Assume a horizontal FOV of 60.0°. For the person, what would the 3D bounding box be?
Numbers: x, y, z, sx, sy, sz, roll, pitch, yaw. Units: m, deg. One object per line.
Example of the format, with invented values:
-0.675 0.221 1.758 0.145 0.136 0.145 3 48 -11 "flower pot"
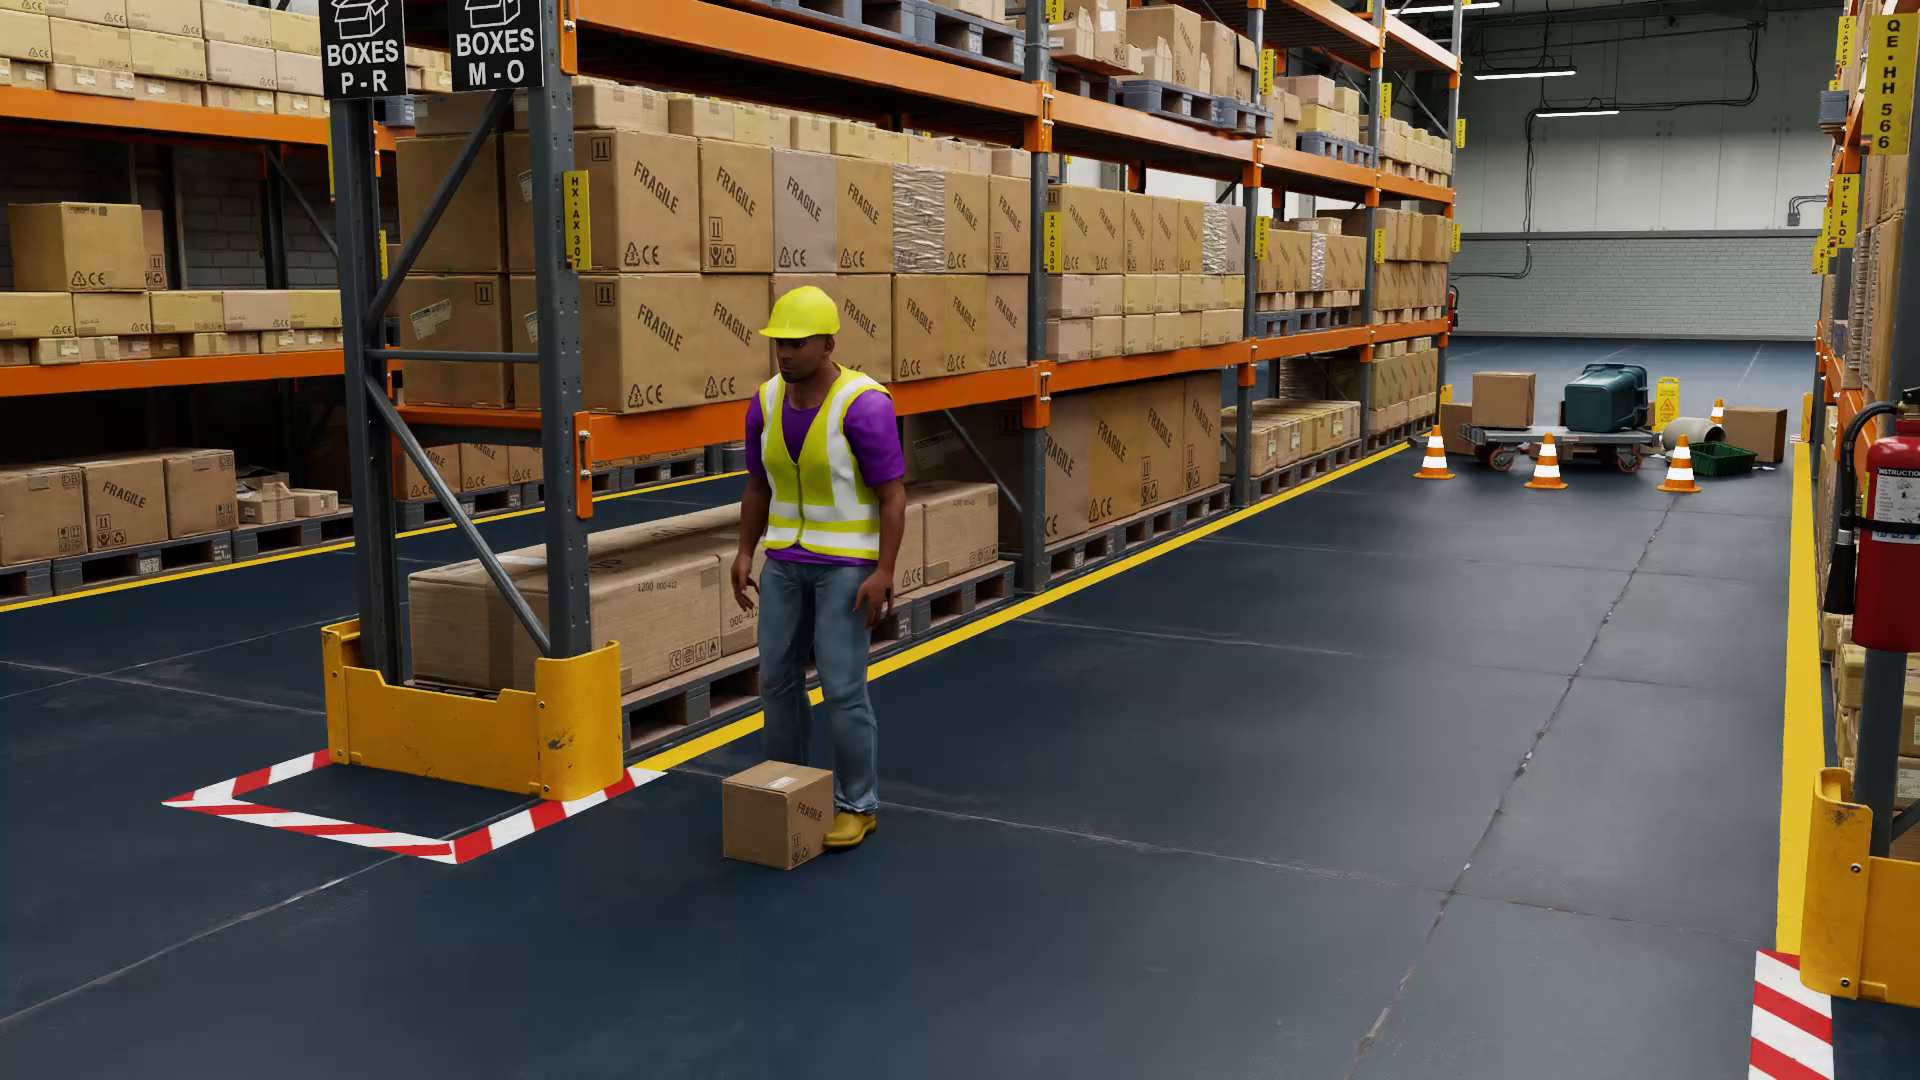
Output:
-0.462 0.082 5.290 0.628 1.761 0.457 6 11 32 "person"
